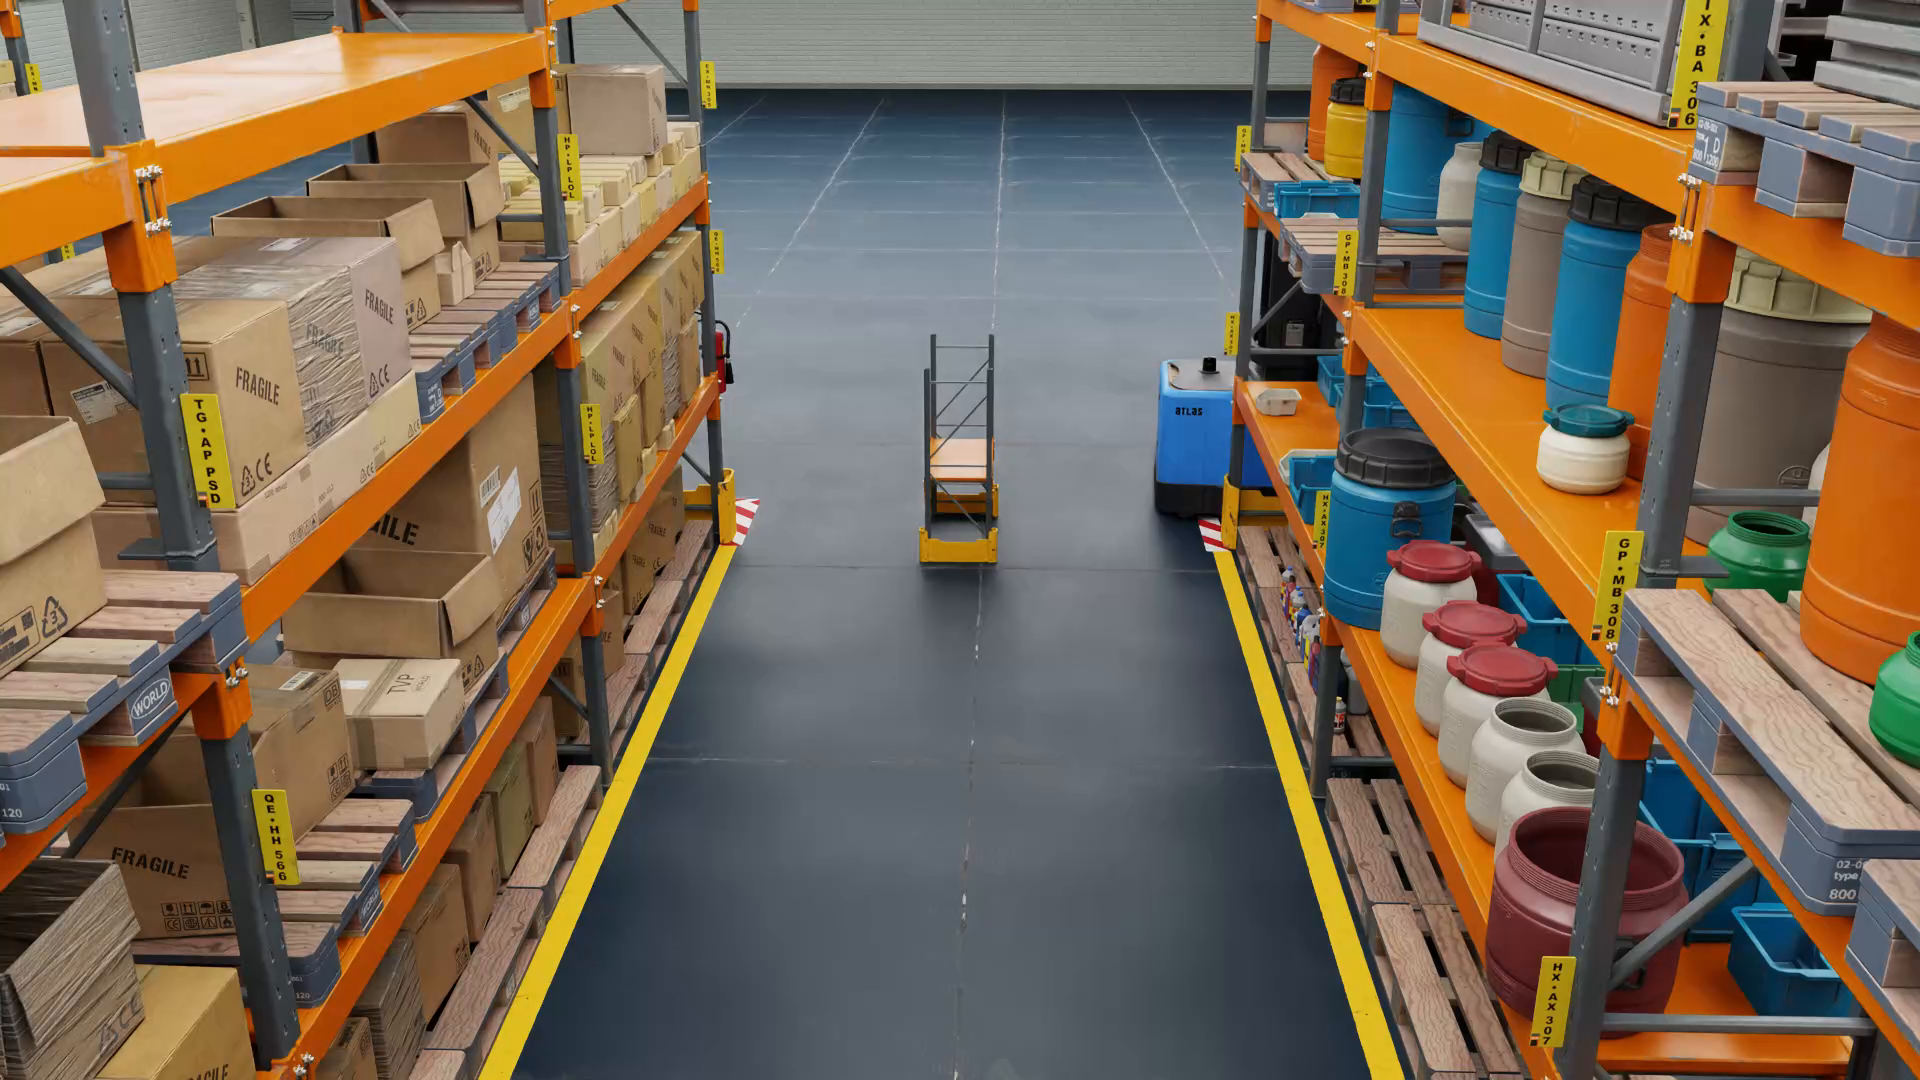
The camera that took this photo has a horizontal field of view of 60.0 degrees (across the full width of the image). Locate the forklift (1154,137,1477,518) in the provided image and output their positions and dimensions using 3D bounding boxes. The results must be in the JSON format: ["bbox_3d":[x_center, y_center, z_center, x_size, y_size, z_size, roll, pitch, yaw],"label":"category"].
[{"bbox_3d":[3.132,-1.664,13.264,3.031,2.935,1.130,2,21,5],"label":"forklift"}]

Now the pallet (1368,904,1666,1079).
[{"bbox_3d":[2.450,2.062,7.423,1.003,0.211,1.213,1,21,2],"label":"pallet"}]

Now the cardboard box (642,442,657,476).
[{"bbox_3d":[-2.142,-0.519,10.567,0.380,0.149,0.250,1,21,2],"label":"cardboard box"}]

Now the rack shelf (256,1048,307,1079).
[{"bbox_3d":[-2.664,2.486,3.471,1.077,0.370,4.000,1,21,2],"label":"rack shelf"}]

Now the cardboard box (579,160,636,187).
[{"bbox_3d":[-2.188,-2.213,10.095,0.380,0.149,0.250,1,21,3],"label":"cardboard box"}]

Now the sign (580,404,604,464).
[{"bbox_3d":[-1.926,-0.554,8.710,0.100,0.325,0.005,1,21,2],"label":"sign"}]

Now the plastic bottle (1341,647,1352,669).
[{"bbox_3d":[2.355,0.787,10.011,0.152,0.276,0.135,1,21,2],"label":"plastic bottle"}]

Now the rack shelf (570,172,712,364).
[{"bbox_3d":[-2.421,-1.805,10.383,1.077,0.370,4.000,1,21,2],"label":"rack shelf"}]

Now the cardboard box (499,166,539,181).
[{"bbox_3d":[-2.725,-2.131,9.883,0.380,0.149,0.250,2,21,4],"label":"cardboard box"}]

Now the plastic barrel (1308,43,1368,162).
[{"bbox_3d":[2.703,-3.028,11.366,0.600,0.830,0.708,1,21,2],"label":"plastic barrel"}]

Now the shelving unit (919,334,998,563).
[{"bbox_3d":[0.002,-0.727,12.829,0.587,1.500,1.083,1,21,2],"label":"shelving unit"}]

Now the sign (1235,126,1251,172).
[{"bbox_3d":[2.041,-2.821,11.994,0.100,0.325,0.005,1,21,2],"label":"sign"}]

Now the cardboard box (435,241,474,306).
[{"bbox_3d":[-2.410,-1.210,7.458,0.396,0.266,0.258,1,21,4],"label":"cardboard box"}]

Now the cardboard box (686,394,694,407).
[{"bbox_3d":[-2.126,-1.062,11.966,0.380,0.149,0.250,1,21,2],"label":"cardboard box"}]

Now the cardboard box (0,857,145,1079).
[{"bbox_3d":[-2.641,1.177,4.324,0.797,0.503,0.637,1,21,3],"label":"cardboard box"}]

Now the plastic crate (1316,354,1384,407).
[{"bbox_3d":[2.875,-1.157,12.071,0.499,0.251,0.616,1,21,2],"label":"plastic crate"}]

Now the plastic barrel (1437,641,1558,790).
[{"bbox_3d":[2.186,0.737,6.794,0.433,0.535,0.433,0,21,0],"label":"plastic barrel"}]

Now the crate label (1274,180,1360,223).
[{"bbox_3d":[2.204,-2.067,10.268,0.502,0.251,0.408,1,21,2],"label":"crate label"}]

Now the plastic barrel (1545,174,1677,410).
[{"bbox_3d":[2.631,-0.938,6.459,0.600,0.901,0.708,1,21,2],"label":"plastic barrel"}]

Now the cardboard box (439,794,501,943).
[{"bbox_3d":[-2.571,1.537,7.767,0.700,0.500,0.500,-1,21,-3],"label":"cardboard box"}]

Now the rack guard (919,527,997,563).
[{"bbox_3d":[-0.013,0.036,12.591,0.587,0.250,0.087,1,21,2],"label":"rack guard"}]

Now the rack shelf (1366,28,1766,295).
[{"bbox_3d":[2.408,-1.517,6.045,1.077,0.370,4.000,1,21,2],"label":"rack shelf"}]

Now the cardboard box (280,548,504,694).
[{"bbox_3d":[-2.442,0.365,7.219,0.797,0.503,0.637,3,21,7],"label":"cardboard box"}]

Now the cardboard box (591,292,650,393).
[{"bbox_3d":[-2.184,-1.192,10.023,0.500,0.500,0.500,1,21,2],"label":"cardboard box"}]

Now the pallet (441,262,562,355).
[{"bbox_3d":[-2.607,-1.108,7.851,1.213,0.211,1.003,1,21,2],"label":"pallet"}]

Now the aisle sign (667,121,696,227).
[{"bbox_3d":[-2.058,-2.696,12.238,0.394,0.787,0.004,1,21,2],"label":"aisle sign"}]

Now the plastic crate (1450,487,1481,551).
[{"bbox_3d":[2.612,-0.124,9.287,0.767,0.338,0.504,1,21,2],"label":"plastic crate"}]

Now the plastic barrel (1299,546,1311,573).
[{"bbox_3d":[2.632,-0.027,11.810,0.421,0.512,0.421,0,21,0],"label":"plastic barrel"}]

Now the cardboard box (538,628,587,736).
[{"bbox_3d":[-2.429,0.806,9.679,0.500,0.500,0.500,0,21,0],"label":"cardboard box"}]

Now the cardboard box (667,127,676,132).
[{"bbox_3d":[-2.181,-2.783,11.565,0.380,0.149,0.250,0,21,0],"label":"cardboard box"}]

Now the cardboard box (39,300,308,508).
[{"bbox_3d":[-2.332,-0.418,4.984,0.500,0.500,0.500,1,21,2],"label":"cardboard box"}]

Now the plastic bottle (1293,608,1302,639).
[{"bbox_3d":[2.208,0.537,10.760,0.097,0.201,0.097,0,21,0],"label":"plastic bottle"}]

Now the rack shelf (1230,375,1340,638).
[{"bbox_3d":[2.530,-0.352,10.785,1.077,0.370,4.000,1,21,2],"label":"rack shelf"}]

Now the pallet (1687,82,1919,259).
[{"bbox_3d":[2.295,-0.780,3.414,1.213,0.211,1.003,1,21,2],"label":"pallet"}]

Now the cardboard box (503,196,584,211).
[{"bbox_3d":[-2.223,-1.745,8.888,0.380,0.149,0.250,0,21,-1],"label":"cardboard box"}]

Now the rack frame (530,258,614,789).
[{"bbox_3d":[-2.481,-0.019,8.932,1.000,3.000,0.127,1,21,2],"label":"rack frame"}]

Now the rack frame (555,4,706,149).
[{"bbox_3d":[-2.360,-4.262,11.574,1.000,3.000,0.127,1,21,2],"label":"rack frame"}]

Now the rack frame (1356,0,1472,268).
[{"bbox_3d":[2.469,-2.761,7.706,1.000,3.000,0.127,1,21,2],"label":"rack frame"}]

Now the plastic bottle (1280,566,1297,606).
[{"bbox_3d":[2.224,0.308,11.252,0.097,0.271,0.097,0,21,0],"label":"plastic bottle"}]

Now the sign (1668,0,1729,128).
[{"bbox_3d":[1.798,-1.168,4.046,0.100,0.325,0.005,1,21,2],"label":"sign"}]

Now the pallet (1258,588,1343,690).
[{"bbox_3d":[2.566,0.651,11.060,1.003,0.211,1.213,1,21,2],"label":"pallet"}]

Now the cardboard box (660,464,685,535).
[{"bbox_3d":[-2.395,-0.270,12.454,0.500,0.500,0.500,5,22,12],"label":"cardboard box"}]

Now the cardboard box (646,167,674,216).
[{"bbox_3d":[-2.157,-2.251,10.744,0.500,0.250,0.500,1,21,3],"label":"cardboard box"}]

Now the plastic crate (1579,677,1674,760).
[{"bbox_3d":[2.703,0.871,6.549,0.402,0.464,0.583,1,21,2],"label":"plastic crate"}]

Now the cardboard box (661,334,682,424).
[{"bbox_3d":[-2.358,-1.090,11.141,0.875,0.500,0.500,1,21,2],"label":"cardboard box"}]

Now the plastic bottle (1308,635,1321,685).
[{"bbox_3d":[2.170,0.732,10.143,0.061,0.283,0.133,2,21,5],"label":"plastic bottle"}]

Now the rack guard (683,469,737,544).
[{"bbox_3d":[-2.362,-0.273,13.040,1.175,0.500,0.348,1,21,2],"label":"rack guard"}]

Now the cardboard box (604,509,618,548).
[{"bbox_3d":[-2.154,-0.067,9.401,0.380,0.149,0.250,1,21,2],"label":"cardboard box"}]

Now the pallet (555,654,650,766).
[{"bbox_3d":[-2.496,1.038,10.063,1.003,0.211,1.213,1,21,2],"label":"pallet"}]

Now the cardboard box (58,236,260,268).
[{"bbox_3d":[-2.803,-0.791,5.944,0.500,0.500,0.500,1,21,3],"label":"cardboard box"}]
